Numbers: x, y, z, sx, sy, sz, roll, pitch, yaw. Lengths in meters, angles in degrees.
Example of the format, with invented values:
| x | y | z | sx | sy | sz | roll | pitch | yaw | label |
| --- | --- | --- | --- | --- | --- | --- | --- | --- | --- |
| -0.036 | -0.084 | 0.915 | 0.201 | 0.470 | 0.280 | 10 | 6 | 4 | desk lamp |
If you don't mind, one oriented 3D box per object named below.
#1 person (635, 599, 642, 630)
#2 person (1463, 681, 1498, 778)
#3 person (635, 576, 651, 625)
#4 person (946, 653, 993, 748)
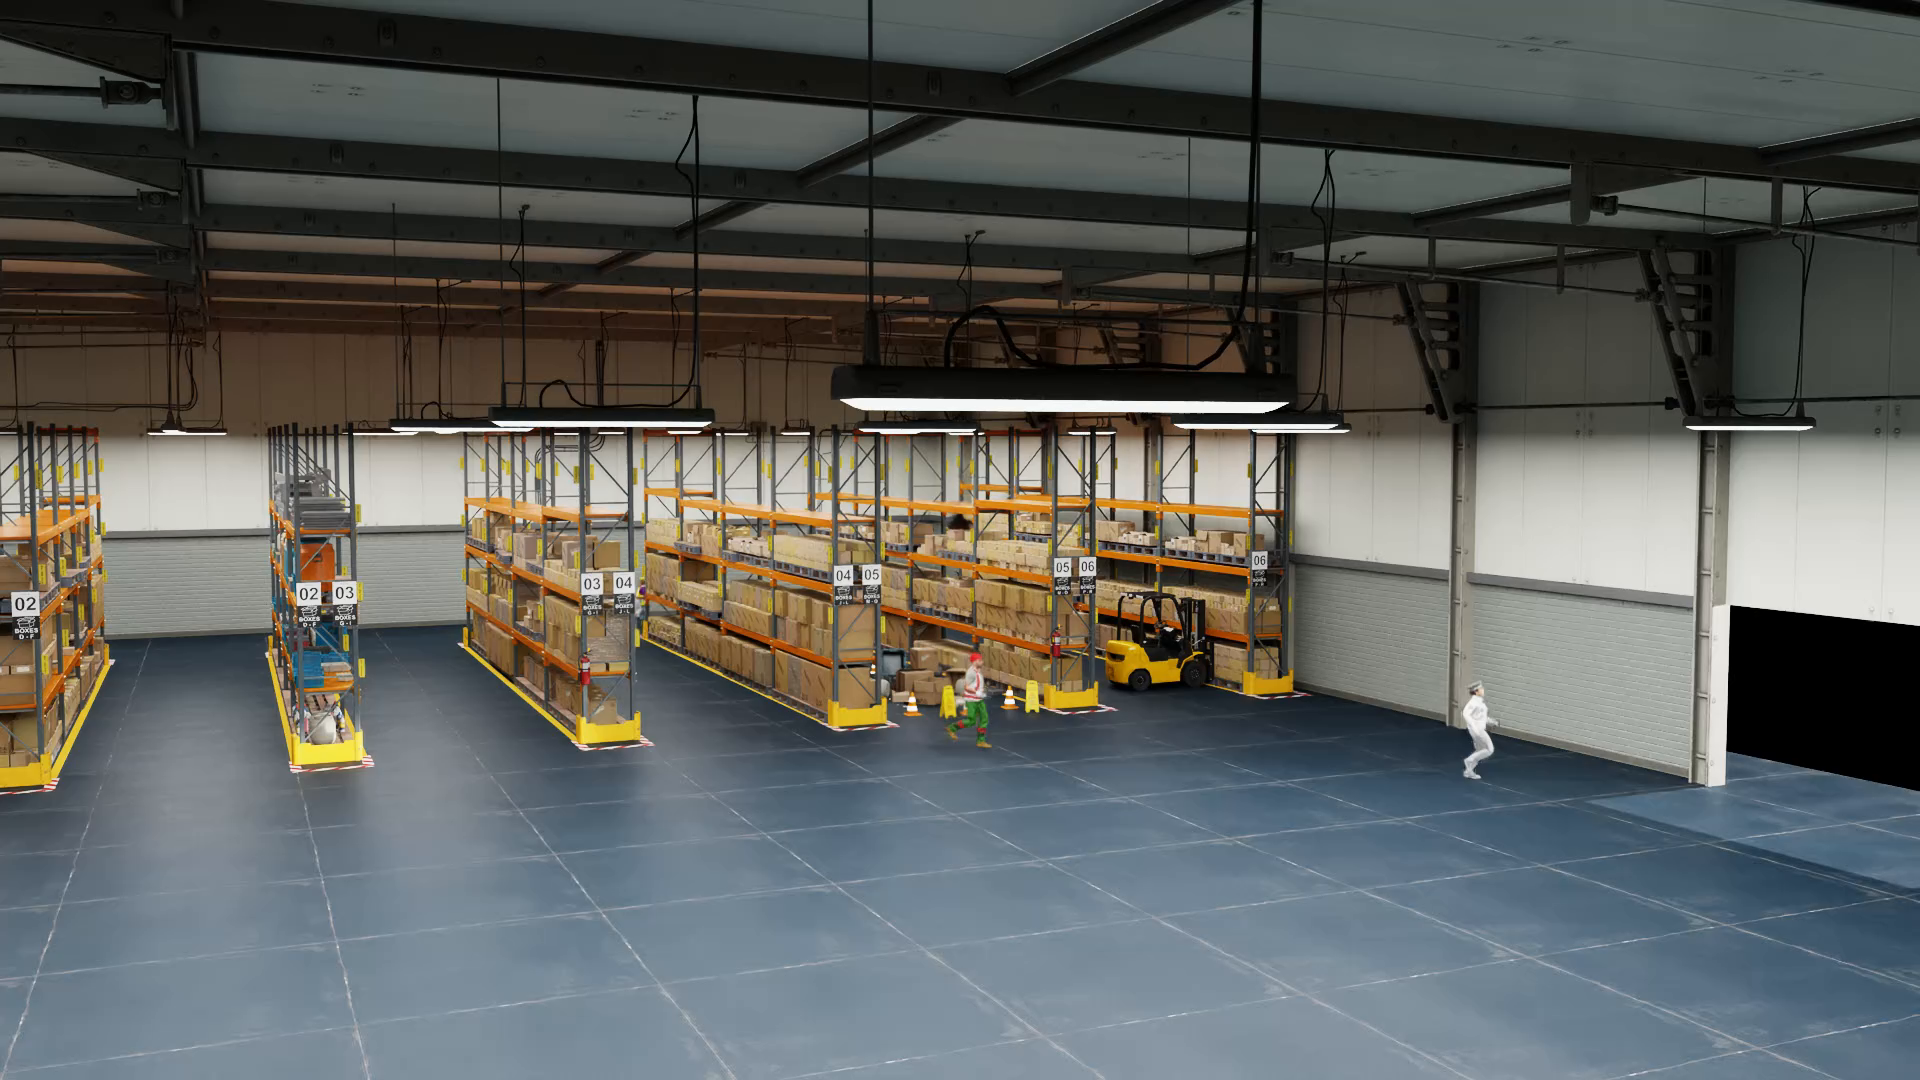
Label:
| x | y | z | sx | sy | sz | roll | pitch | yaw | label |
| --- | --- | --- | --- | --- | --- | --- | --- | --- | --- |
| -8.798 | 2.201 | 44.133 | 0.699 | 1.692 | 0.782 | -2 | 4 | -32 | person |
| 8.738 | 3.189 | 27.920 | 0.548 | 1.649 | 0.605 | 1 | 4 | 20 | person |
| -9.479 | 1.870 | 49.046 | 0.822 | 1.702 | 0.792 | -1 | 4 | -9 | person |
| 0.189 | 2.961 | 30.815 | 0.877 | 1.759 | 0.645 | 1 | 4 | 21 | person |
